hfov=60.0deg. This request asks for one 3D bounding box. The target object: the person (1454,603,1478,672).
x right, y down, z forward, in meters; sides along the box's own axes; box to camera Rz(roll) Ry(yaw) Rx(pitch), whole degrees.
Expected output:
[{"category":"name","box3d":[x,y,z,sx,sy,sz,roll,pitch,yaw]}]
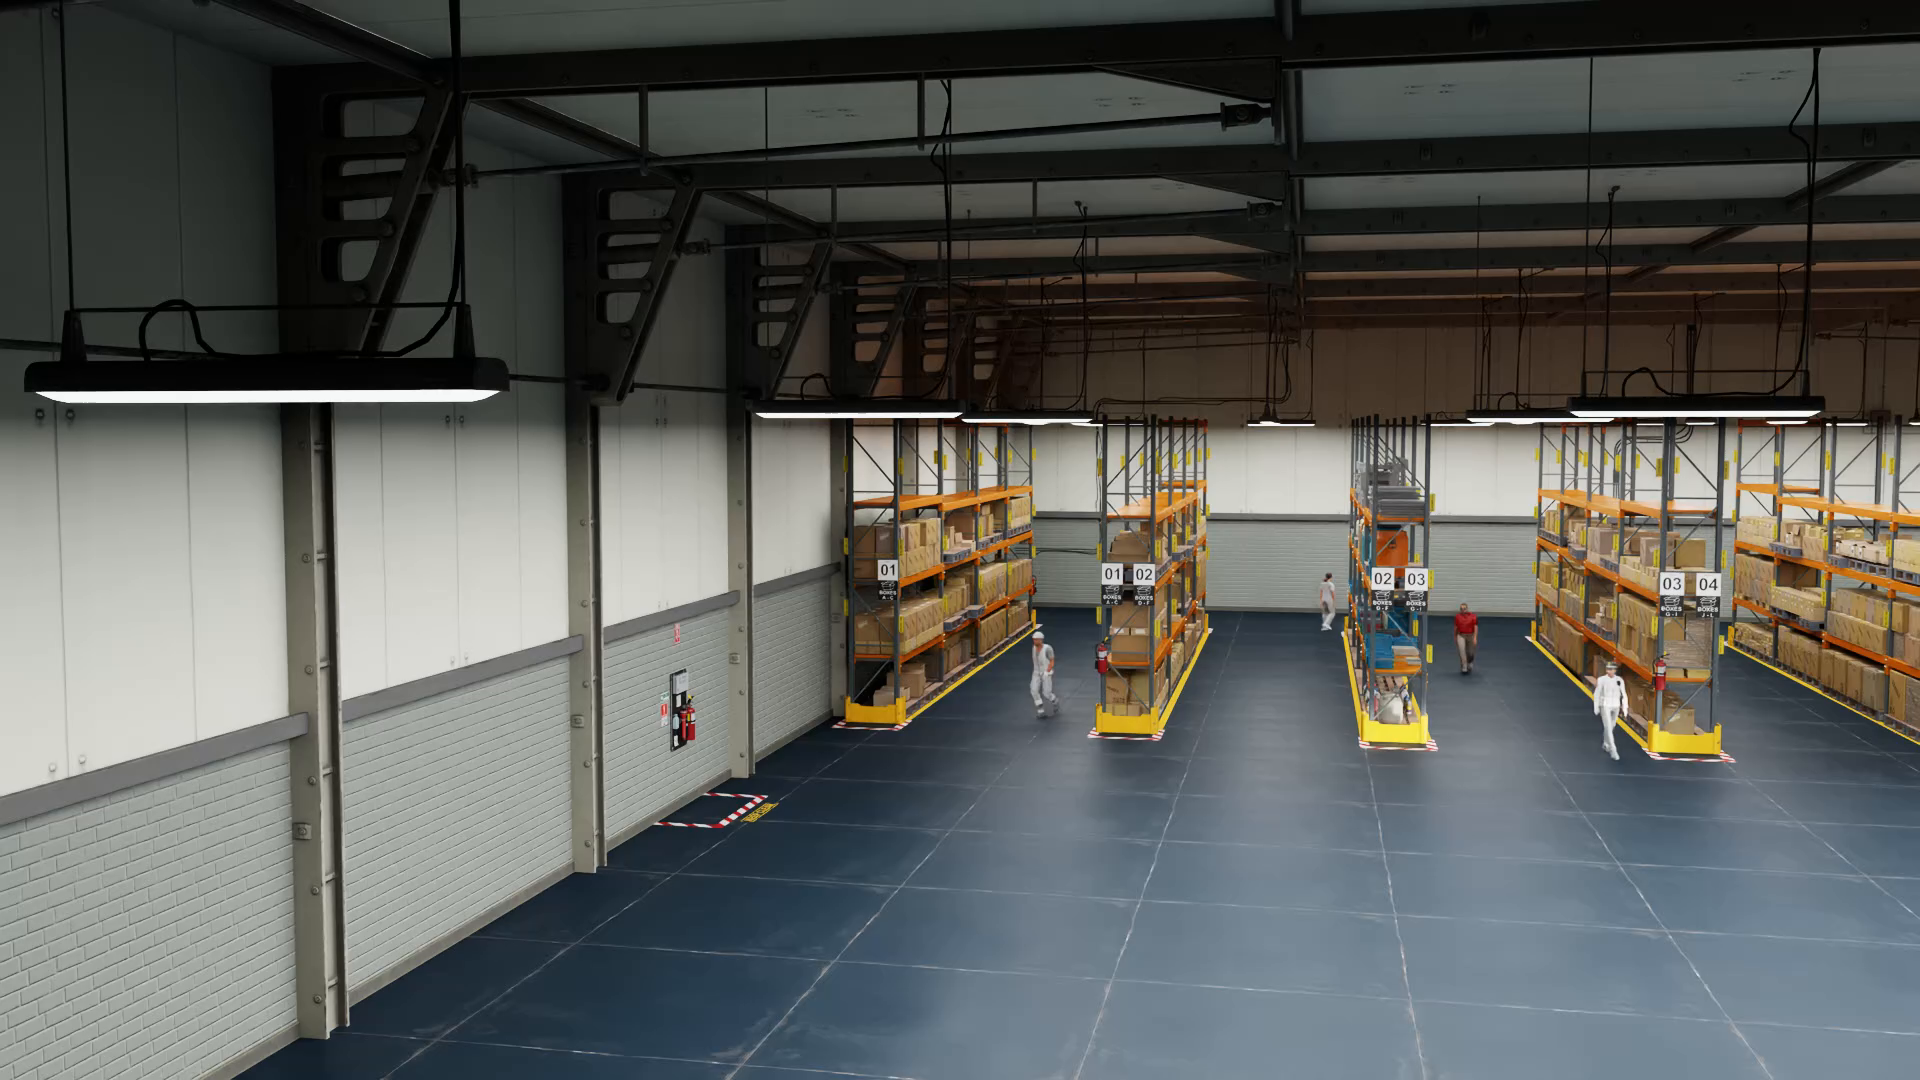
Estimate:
[{"category":"person","box3d":[11.971,2.293,39.345,0.527,1.610,1.042,1,4,16]}]

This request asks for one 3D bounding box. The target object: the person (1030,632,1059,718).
[{"category":"person","box3d":[1.668,2.666,33.254,0.579,1.692,0.786,3,5,35]}]

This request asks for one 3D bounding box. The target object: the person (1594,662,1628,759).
[{"category":"person","box3d":[11.416,2.939,29.117,0.512,1.641,0.863,0,4,1]}]

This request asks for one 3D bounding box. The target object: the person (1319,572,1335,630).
[{"category":"person","box3d":[10.396,1.756,47.121,0.626,1.663,0.529,-4,5,-43]}]
